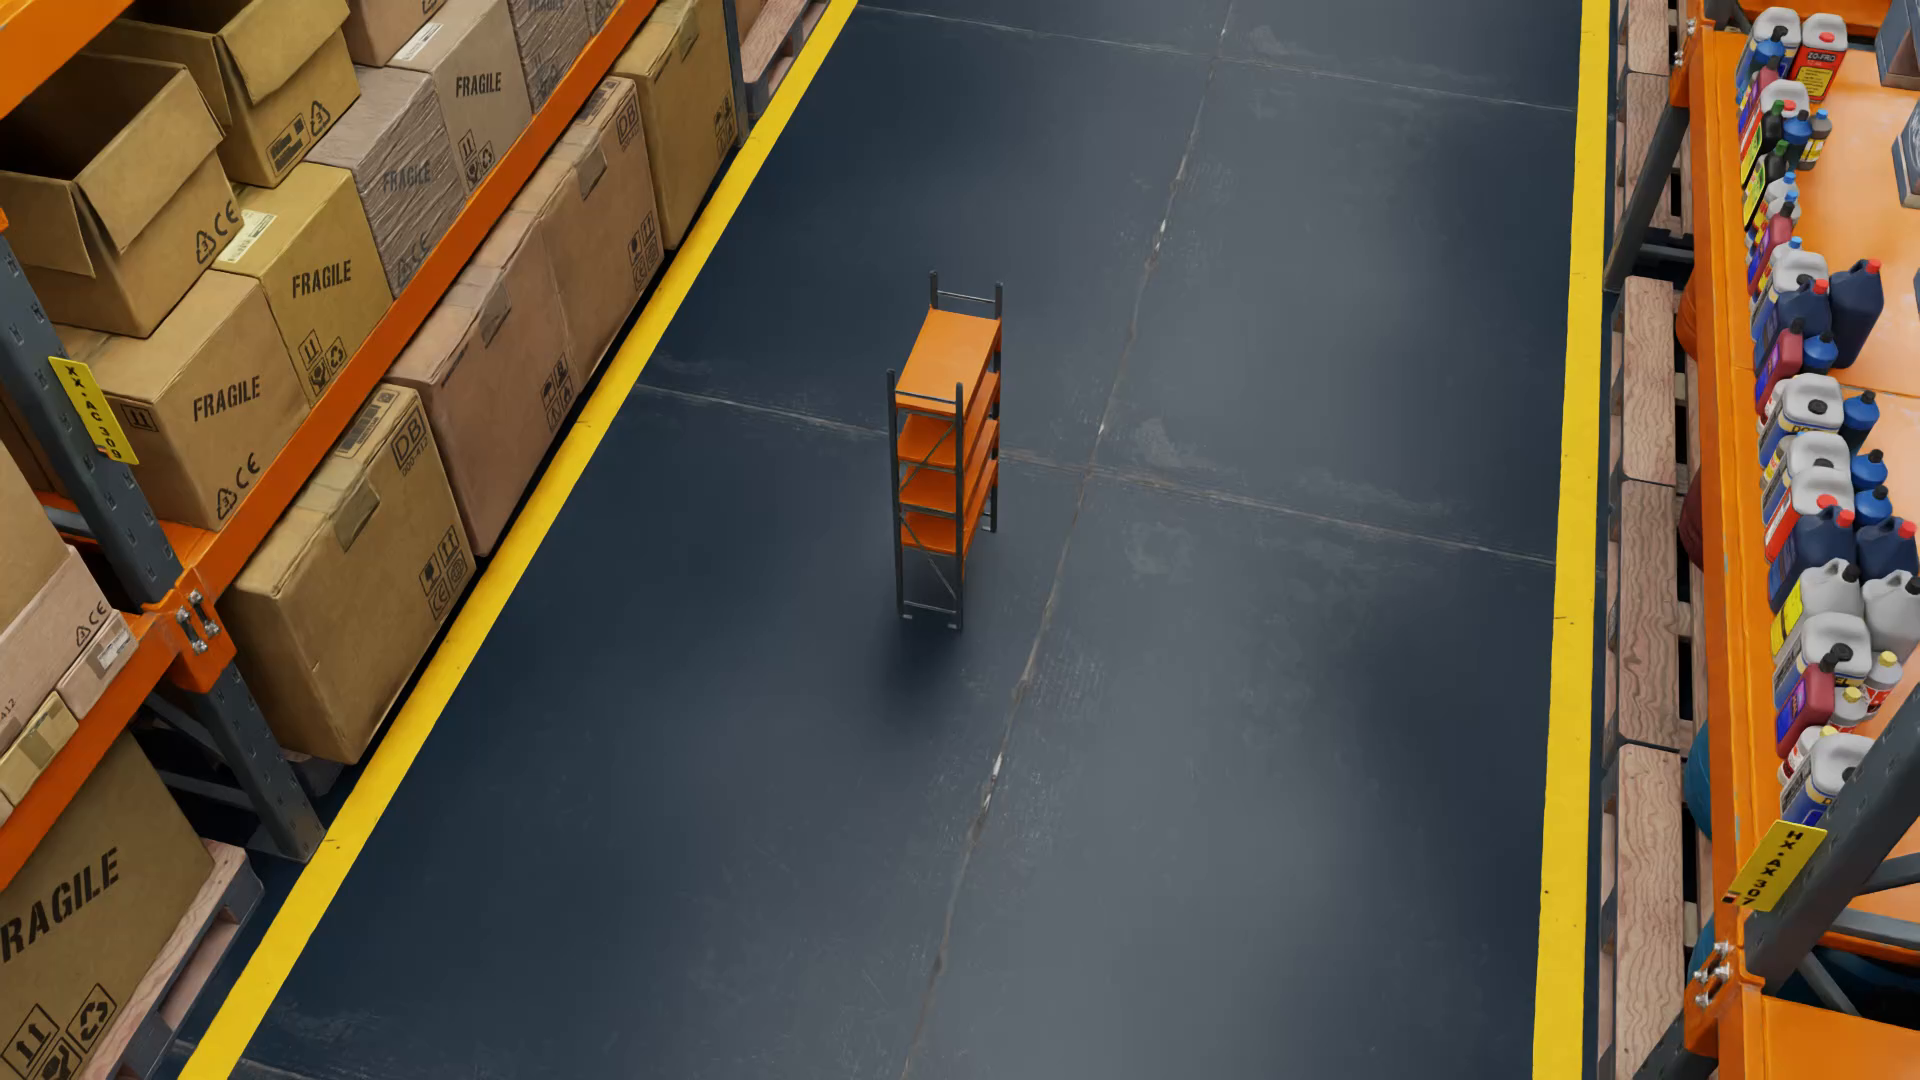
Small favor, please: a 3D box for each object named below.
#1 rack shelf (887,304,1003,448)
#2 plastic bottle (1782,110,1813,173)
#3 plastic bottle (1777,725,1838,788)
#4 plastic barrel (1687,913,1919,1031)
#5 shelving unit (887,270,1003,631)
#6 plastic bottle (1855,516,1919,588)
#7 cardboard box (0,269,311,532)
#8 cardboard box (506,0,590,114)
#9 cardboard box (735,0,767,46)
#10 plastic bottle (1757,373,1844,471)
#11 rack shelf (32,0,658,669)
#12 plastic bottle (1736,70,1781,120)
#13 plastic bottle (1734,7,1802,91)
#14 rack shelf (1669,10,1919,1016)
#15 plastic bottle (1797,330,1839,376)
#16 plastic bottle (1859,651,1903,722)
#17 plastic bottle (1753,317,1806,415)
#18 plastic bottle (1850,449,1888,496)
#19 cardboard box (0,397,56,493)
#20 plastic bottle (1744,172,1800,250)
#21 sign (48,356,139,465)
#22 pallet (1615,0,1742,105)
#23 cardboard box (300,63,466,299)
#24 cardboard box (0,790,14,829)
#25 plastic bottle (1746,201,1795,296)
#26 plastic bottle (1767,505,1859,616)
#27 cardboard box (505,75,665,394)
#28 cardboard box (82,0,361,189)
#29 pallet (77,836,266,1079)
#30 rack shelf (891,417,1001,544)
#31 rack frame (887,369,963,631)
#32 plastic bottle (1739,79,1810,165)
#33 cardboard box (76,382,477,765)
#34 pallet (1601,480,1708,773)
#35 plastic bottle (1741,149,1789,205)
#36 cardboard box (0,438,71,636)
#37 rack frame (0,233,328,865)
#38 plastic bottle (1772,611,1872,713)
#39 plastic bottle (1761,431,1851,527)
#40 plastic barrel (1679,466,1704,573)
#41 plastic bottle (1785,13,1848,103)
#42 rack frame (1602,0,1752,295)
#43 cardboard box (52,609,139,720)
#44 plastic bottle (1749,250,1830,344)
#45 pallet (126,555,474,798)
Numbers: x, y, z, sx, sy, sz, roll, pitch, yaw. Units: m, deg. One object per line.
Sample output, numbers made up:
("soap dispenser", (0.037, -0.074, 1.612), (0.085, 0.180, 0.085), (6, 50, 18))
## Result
("rack shelf", (-0.044, -0.537, 5.400), (0.258, 0.148, 0.480), (12, 50, 10))
("plastic bottle", (2.730, -1.293, 5.476), (0.097, 0.271, 0.097), (0, 49, 0))
("plastic bottle", (2.019, 0.511, 3.931), (0.097, 0.201, 0.097), (0, 49, 0))
("plastic barrel", (2.382, 1.048, 4.443), (0.600, 0.901, 0.708), (12, 50, 10))
("shelving unit", (-0.044, -0.277, 5.694), (0.258, 1.200, 0.503), (12, 50, 10))
("plastic bottle", (2.337, 0.065, 4.225), (0.144, 0.351, 0.185), (12, 50, 10))
("cardboard box", (-2.194, -0.411, 4.545), (0.500, 0.500, 0.500), (12, 50, 10))
("cardboard box", (-1.664, -1.879, 5.841), (0.500, 0.500, 0.500), (10, 49, 9))
("cardboard box", (-1.346, -2.794, 8.089), (0.700, 0.500, 0.500), (9, 49, 8))
("plastic bottle", (2.340, -0.319, 4.613), (0.152, 0.276, 0.135), (12, 50, 10))
("rack shelf", (-2.029, -1.303, 5.879), (1.077, 0.370, 4.000), (12, 50, 10))
("plastic bottle", (2.767, -1.546, 5.746), (0.097, 0.201, 0.097), (0, 49, 0))
("plastic bottle", (2.850, -1.720, 5.850), (0.152, 0.276, 0.135), (12, 50, 10))
("rack shelf", (2.749, -0.325, 5.016), (1.077, 0.370, 4.000), (12, 50, 10))
("plastic bottle", (2.438, -0.491, 4.768), (0.097, 0.271, 0.097), (0, 49, 0))
("plastic bottle", (2.236, 0.347, 4.076), (0.097, 0.201, 0.097), (0, 49, 0))
("plastic bottle", (2.357, -0.497, 4.766), (0.061, 0.283, 0.133), (12, 50, 10))
("plastic bottle", (2.404, -0.138, 4.457), (0.097, 0.271, 0.097), (0, 49, 0))
("cardboard box", (-2.696, -0.519, 4.641), (0.500, 0.500, 0.500), (12, 50, 10))
("plastic bottle", (2.575, -1.042, 5.255), (0.097, 0.271, 0.097), (0, 49, 0))
("sign", (-2.020, -0.298, 3.882), (0.100, 0.325, 0.005), (12, 50, 10))
("pallet", (3.840, -2.520, 8.333), (1.003, 0.211, 1.213), (12, 50, 10))
("cardboard box", (-1.930, -1.136, 5.186), (0.500, 0.500, 0.500), (11, 49, 9))
("cardboard box", (-2.455, 0.646, 3.847), (0.380, 0.149, 0.250), (11, 49, 9))
("plastic bottle", (2.501, -0.895, 5.117), (0.061, 0.283, 0.133), (12, 50, 10))
("plastic bottle", (2.197, 0.036, 4.250), (0.144, 0.351, 0.185), (12, 50, 10))
("cardboard box", (-1.947, -1.285, 6.521), (1.225, 0.875, 0.875), (12, 50, 10))
("cardboard box", (-2.204, -1.417, 4.764), (0.797, 0.503, 0.637), (12, 50, 10))
("pallet", (-2.831, 1.363, 4.906), (1.003, 0.211, 1.213), (12, 50, 10))
("rack shelf", (-0.044, -0.233, 5.745), (0.258, 0.148, 0.480), (12, 50, 10))
("rack frame", (-0.108, -0.101, 5.539), (0.240, 1.200, 0.015), (12, 50, 10))
("plastic bottle", (2.728, -1.385, 5.555), (0.152, 0.276, 0.135), (12, 50, 10))
("cardboard box", (-2.407, 0.003, 5.384), (1.225, 0.875, 0.875), (12, 50, 10))
("pallet", (2.785, 0.371, 5.782), (1.003, 0.211, 1.213), (12, 50, 10))
("plastic bottle", (2.636, -1.185, 5.428), (0.097, 0.201, 0.097), (0, 49, 0))
("cardboard box", (-2.419, -0.006, 3.656), (0.500, 0.500, 0.500), (13, 50, 11))
("rack frame", (-2.556, -0.094, 4.332), (1.000, 3.000, 0.127), (12, 50, 10))
("plastic bottle", (2.111, 0.311, 4.057), (0.152, 0.276, 0.135), (12, 50, 10))
("plastic bottle", (2.279, -0.151, 4.465), (0.152, 0.276, 0.135), (12, 50, 10))
("plastic barrel", (2.866, -0.177, 5.734), (0.600, 0.588, 0.708), (12, 50, 10))
("plastic bottle", (2.996, -1.690, 5.823), (0.152, 0.276, 0.135), (12, 50, 10))
("rack frame", (3.275, -2.010, 6.023), (1.000, 3.000, 0.127), (12, 50, 10))
("cardboard box", (-2.320, 0.274, 4.175), (0.380, 0.149, 0.250), (12, 50, 10))
("plastic bottle", (2.485, -0.717, 4.965), (0.152, 0.276, 0.135), (12, 50, 10))
("pallet", (-2.425, 0.256, 5.884), (1.003, 0.211, 1.213), (12, 50, 10))
